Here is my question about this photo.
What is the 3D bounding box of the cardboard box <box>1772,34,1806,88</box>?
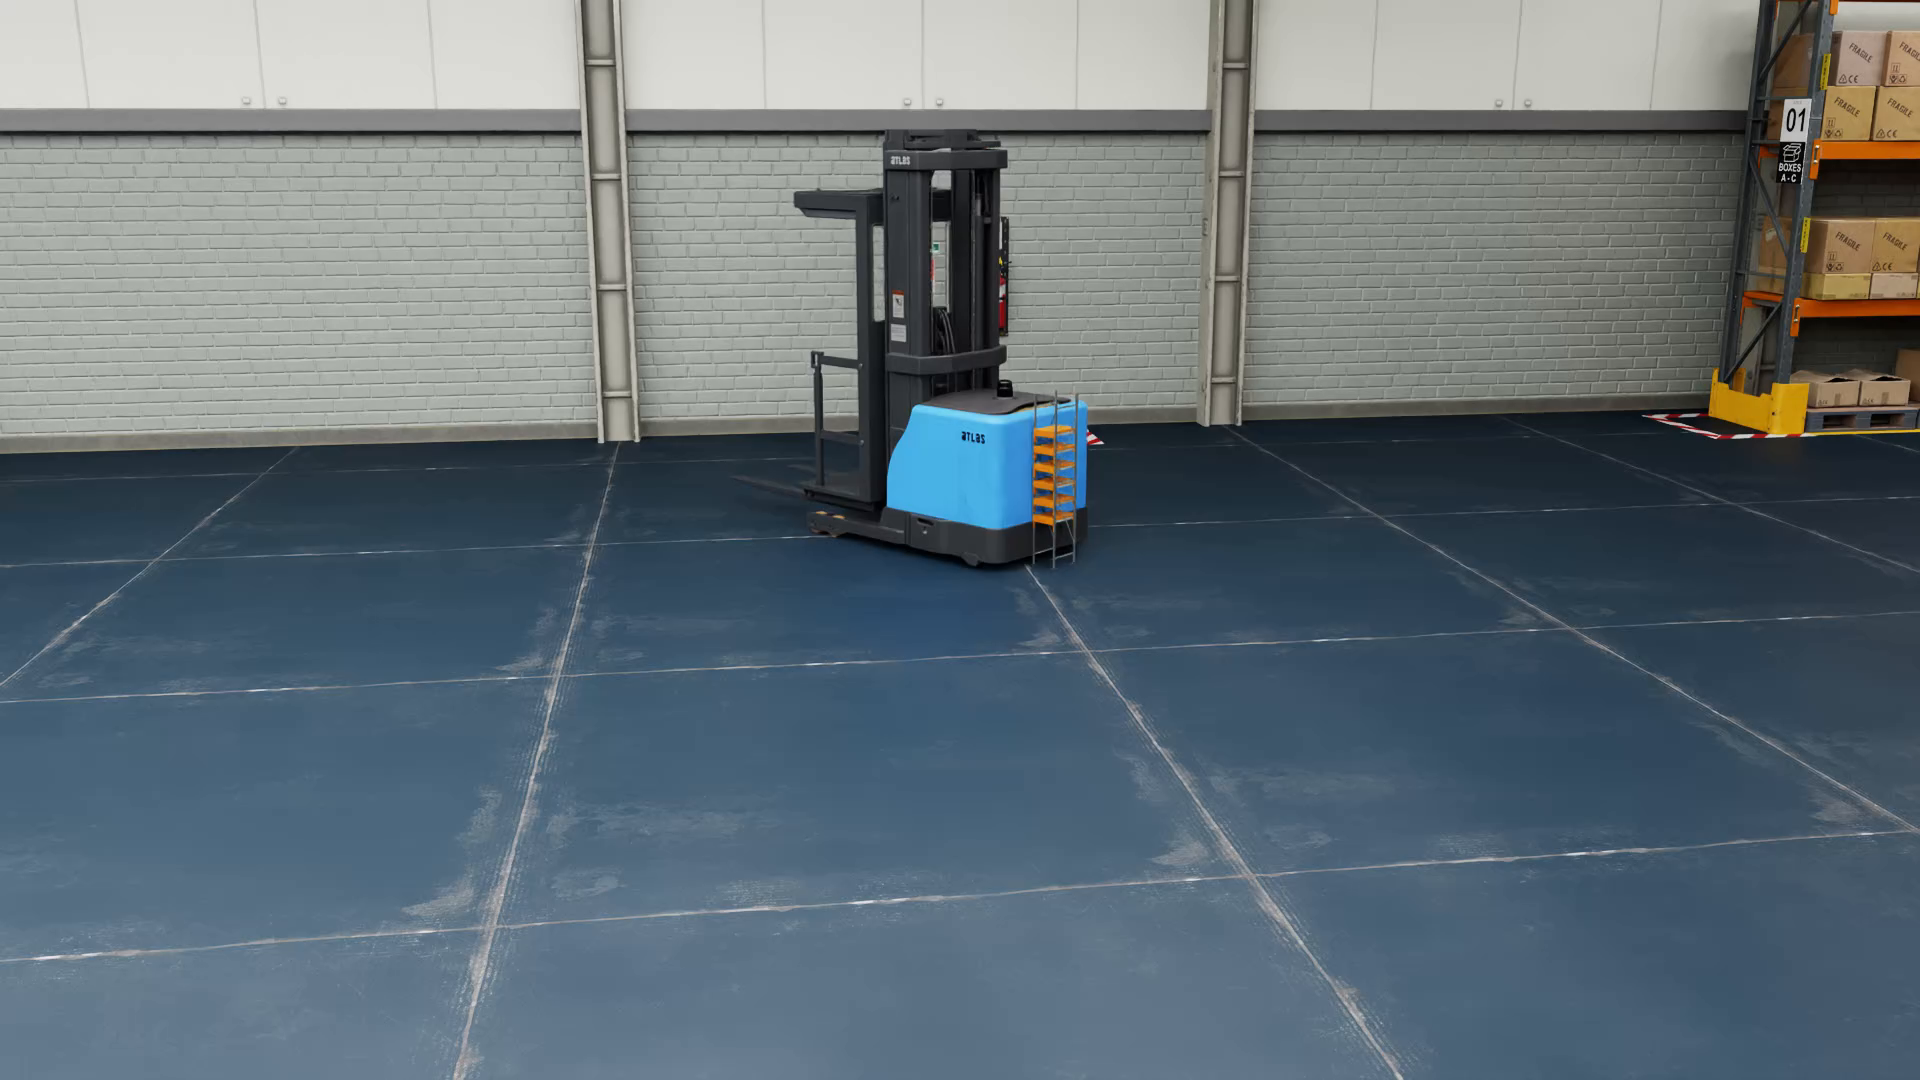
[{"bbox_3d":[8.396,-4.707,16.357,0.500,0.500,0.500,-1,14,-6],"label":"cardboard box"}]

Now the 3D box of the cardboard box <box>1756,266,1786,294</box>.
[{"bbox_3d":[8.442,-2.631,16.814,0.500,0.250,0.500,-2,14,-7],"label":"cardboard box"}]

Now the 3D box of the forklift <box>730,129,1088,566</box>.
[{"bbox_3d":[-0.509,-1.522,12.267,3.031,2.935,1.130,13,19,41],"label":"forklift"}]

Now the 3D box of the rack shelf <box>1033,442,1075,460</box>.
[{"bbox_3d":[0.651,-0.600,11.343,0.180,0.103,0.258,13,19,41],"label":"rack shelf"}]

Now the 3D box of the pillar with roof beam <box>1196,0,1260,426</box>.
[{"bbox_3d":[3.280,-4.521,11.750,0.400,9.000,9.100,-2,14,-8],"label":"pillar with roof beam"}]

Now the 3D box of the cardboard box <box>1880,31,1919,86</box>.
[{"bbox_3d":[8.929,-4.590,15.891,0.500,0.500,0.500,-2,14,-9],"label":"cardboard box"}]

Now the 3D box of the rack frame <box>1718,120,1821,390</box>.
[{"bbox_3d":[8.009,-2.631,16.545,0.127,3.000,1.000,-2,14,-8],"label":"rack frame"}]

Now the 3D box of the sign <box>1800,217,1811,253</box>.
[{"bbox_3d":[8.090,-2.920,15.919,0.005,0.325,0.100,-2,14,-8],"label":"sign"}]

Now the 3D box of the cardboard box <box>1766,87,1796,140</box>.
[{"bbox_3d":[8.384,-4.220,16.469,0.500,0.500,0.500,-1,14,-4],"label":"cardboard box"}]

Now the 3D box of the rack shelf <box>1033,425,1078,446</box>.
[{"bbox_3d":[0.651,-0.716,11.314,0.180,0.103,0.258,13,19,41],"label":"rack shelf"}]

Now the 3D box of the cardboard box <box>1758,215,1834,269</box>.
[{"bbox_3d":[8.443,-3.000,16.742,0.500,0.500,0.500,-2,14,-9],"label":"cardboard box"}]

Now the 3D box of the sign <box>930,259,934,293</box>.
[{"bbox_3d":[-0.372,-2.588,16.303,0.234,0.329,0.001,-2,14,-8],"label":"sign"}]

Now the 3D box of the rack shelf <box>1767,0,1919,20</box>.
[{"bbox_3d":[9.986,-5.262,16.192,4.000,0.370,1.077,-2,14,-8],"label":"rack shelf"}]

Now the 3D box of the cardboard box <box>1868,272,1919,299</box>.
[{"bbox_3d":[9.050,-2.531,16.416,0.500,0.250,0.500,-3,14,-10],"label":"cardboard box"}]

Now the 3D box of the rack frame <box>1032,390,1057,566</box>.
[{"bbox_3d":[0.584,-0.425,11.451,0.006,1.200,0.240,13,19,41],"label":"rack frame"}]

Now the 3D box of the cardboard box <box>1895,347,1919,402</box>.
[{"bbox_3d":[10.003,-1.670,16.950,0.500,0.500,0.700,-3,14,-12],"label":"cardboard box"}]

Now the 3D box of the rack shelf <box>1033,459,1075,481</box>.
[{"bbox_3d":[0.651,-0.483,11.372,0.180,0.103,0.258,13,19,41],"label":"rack shelf"}]

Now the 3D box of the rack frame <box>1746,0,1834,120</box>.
[{"bbox_3d":[8.009,-5.541,15.815,0.127,3.000,1.000,-2,14,-8],"label":"rack frame"}]

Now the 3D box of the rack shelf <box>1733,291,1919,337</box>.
[{"bbox_3d":[9.986,-2.354,16.922,4.000,0.370,1.077,-2,14,-8],"label":"rack shelf"}]

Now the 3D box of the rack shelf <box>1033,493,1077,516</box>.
[{"bbox_3d":[0.651,-0.251,11.431,0.180,0.103,0.258,13,19,41],"label":"rack shelf"}]

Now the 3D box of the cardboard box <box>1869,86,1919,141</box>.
[{"bbox_3d":[8.913,-4.107,16.017,0.500,0.500,0.500,-1,14,-5],"label":"cardboard box"}]

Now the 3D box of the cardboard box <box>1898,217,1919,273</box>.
[{"bbox_3d":[9.528,-2.909,16.381,0.500,0.500,0.500,-3,14,-10],"label":"cardboard box"}]

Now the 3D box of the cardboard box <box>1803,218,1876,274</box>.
[{"bbox_3d":[8.526,-2.876,16.250,0.500,0.500,0.500,-2,14,-8],"label":"cardboard box"}]

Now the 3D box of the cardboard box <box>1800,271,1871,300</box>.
[{"bbox_3d":[8.539,-2.509,16.327,0.500,0.250,0.500,-3,14,-10],"label":"cardboard box"}]

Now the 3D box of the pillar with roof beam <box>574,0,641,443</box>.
[{"bbox_3d":[-2.653,-4.304,10.883,0.400,9.000,9.100,-2,14,-8],"label":"pillar with roof beam"}]

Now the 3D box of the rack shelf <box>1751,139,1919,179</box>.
[{"bbox_3d":[9.986,-3.809,16.557,4.000,0.370,1.077,-2,14,-8],"label":"rack shelf"}]

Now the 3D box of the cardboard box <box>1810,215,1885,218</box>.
[{"bbox_3d":[8.942,-3.015,16.805,0.500,0.500,0.500,-2,14,-8],"label":"cardboard box"}]

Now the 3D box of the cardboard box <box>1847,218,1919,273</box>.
[{"bbox_3d":[9.016,-2.892,16.312,0.500,0.500,0.500,-2,14,-8],"label":"cardboard box"}]

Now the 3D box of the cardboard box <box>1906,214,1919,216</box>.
[{"bbox_3d":[9.951,-3.053,16.957,0.500,0.500,0.500,-2,14,-8],"label":"cardboard box"}]

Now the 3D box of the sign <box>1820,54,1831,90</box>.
[{"bbox_3d":[8.090,-4.379,15.553,0.005,0.325,0.100,-2,14,-8],"label":"sign"}]

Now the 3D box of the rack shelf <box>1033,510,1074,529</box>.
[{"bbox_3d":[0.651,-0.134,11.460,0.180,0.103,0.258,13,19,41],"label":"rack shelf"}]

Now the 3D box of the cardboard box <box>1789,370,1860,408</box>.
[{"bbox_3d":[8.706,-1.543,16.832,0.500,0.311,0.500,-4,15,-15],"label":"cardboard box"}]

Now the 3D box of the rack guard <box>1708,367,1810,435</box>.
[{"bbox_3d":[8.084,-1.421,16.860,0.348,0.500,1.175,-2,14,-8],"label":"rack guard"}]

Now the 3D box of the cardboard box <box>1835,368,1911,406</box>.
[{"bbox_3d":[9.270,-1.564,16.915,0.500,0.311,0.500,-1,14,-4],"label":"cardboard box"}]

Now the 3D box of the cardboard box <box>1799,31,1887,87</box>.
[{"bbox_3d":[8.426,-4.584,15.867,0.500,0.500,0.500,-3,14,-12],"label":"cardboard box"}]

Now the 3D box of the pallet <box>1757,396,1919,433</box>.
[{"bbox_3d":[8.892,-1.302,16.979,1.213,0.211,1.003,-2,14,-8],"label":"pallet"}]

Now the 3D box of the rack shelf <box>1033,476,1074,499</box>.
[{"bbox_3d":[0.651,-0.367,11.402,0.180,0.103,0.258,13,19,41],"label":"rack shelf"}]

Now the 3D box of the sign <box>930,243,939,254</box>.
[{"bbox_3d":[-0.367,-2.843,16.231,0.331,0.109,0.001,-2,14,-8],"label":"sign"}]

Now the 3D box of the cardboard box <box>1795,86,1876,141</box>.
[{"bbox_3d":[8.377,-4.096,15.974,0.500,0.500,0.500,-2,14,-7],"label":"cardboard box"}]

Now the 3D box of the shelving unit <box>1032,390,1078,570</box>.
[{"bbox_3d":[0.651,-0.410,11.391,0.189,1.200,0.258,13,19,41],"label":"shelving unit"}]

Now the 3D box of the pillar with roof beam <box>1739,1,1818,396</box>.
[{"bbox_3d":[9.213,-4.738,12.617,0.400,9.000,9.100,-2,14,-8],"label":"pillar with roof beam"}]

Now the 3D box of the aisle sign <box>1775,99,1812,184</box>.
[{"bbox_3d":[7.982,-3.817,15.931,0.004,0.787,0.394,-2,14,-8],"label":"aisle sign"}]

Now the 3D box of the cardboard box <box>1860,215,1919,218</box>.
[{"bbox_3d":[9.453,-3.035,16.884,0.500,0.500,0.500,-2,14,-10],"label":"cardboard box"}]

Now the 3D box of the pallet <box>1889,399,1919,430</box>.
[{"bbox_3d":[10.096,-1.345,17.152,1.213,0.211,1.003,-2,14,-8],"label":"pallet"}]

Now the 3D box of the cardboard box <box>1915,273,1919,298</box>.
[{"bbox_3d":[9.555,-2.548,16.483,0.500,0.250,0.500,-2,14,-9],"label":"cardboard box"}]

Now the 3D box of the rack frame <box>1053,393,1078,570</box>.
[{"bbox_3d":[0.718,-0.395,11.331,0.006,1.200,0.240,13,19,41],"label":"rack frame"}]

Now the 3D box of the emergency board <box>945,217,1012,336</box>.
[{"bbox_3d":[0.190,-2.566,16.288,0.643,1.169,0.194,-2,14,-8],"label":"emergency board"}]
